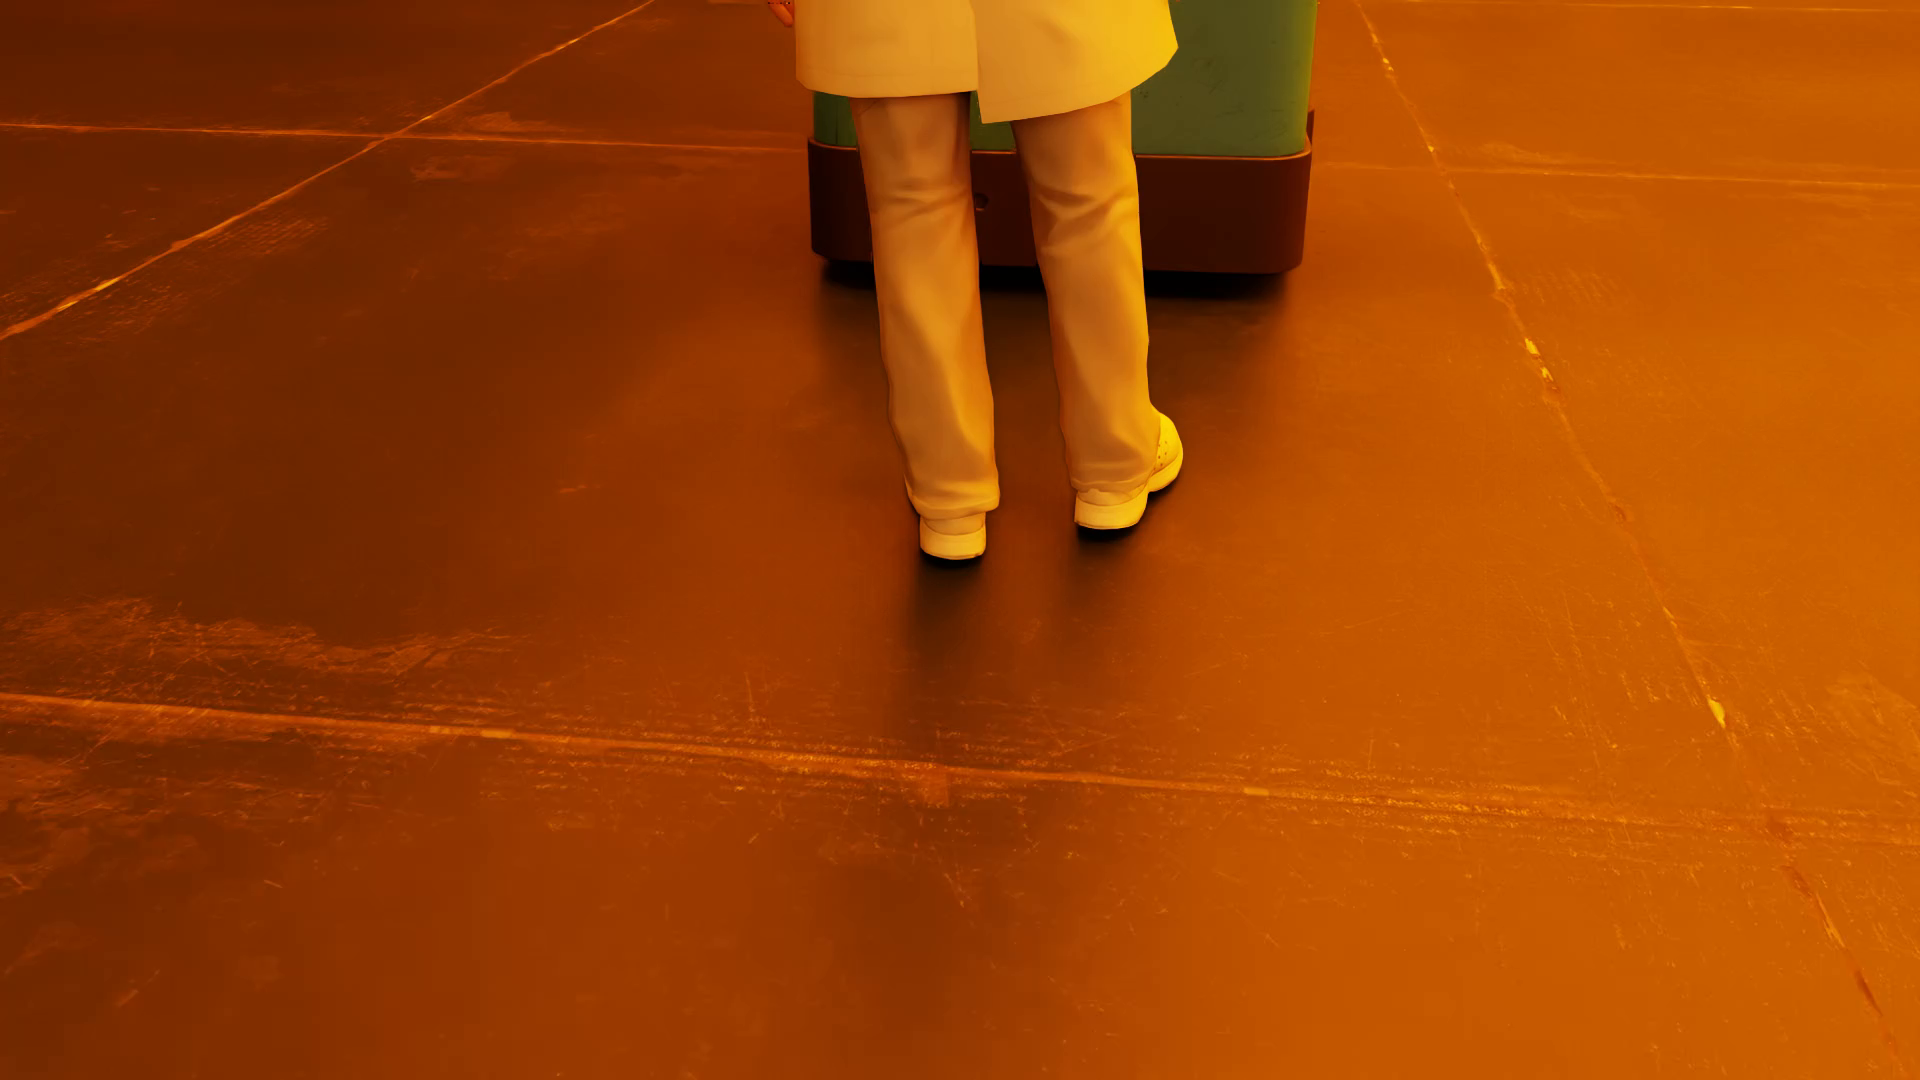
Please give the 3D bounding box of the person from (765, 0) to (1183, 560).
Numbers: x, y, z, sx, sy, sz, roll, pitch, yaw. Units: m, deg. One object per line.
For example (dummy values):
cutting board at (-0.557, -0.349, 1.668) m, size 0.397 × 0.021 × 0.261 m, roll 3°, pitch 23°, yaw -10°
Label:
person at (0.016, -0.842, 2.181) m, size 0.696 × 1.777 × 0.578 m, roll 3°, pitch 27°, yaw 7°

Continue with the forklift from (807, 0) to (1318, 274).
forklift at (0.348, -2.488, 4.205) m, size 1.130 × 2.935 × 3.031 m, roll 3°, pitch 27°, yaw 5°
